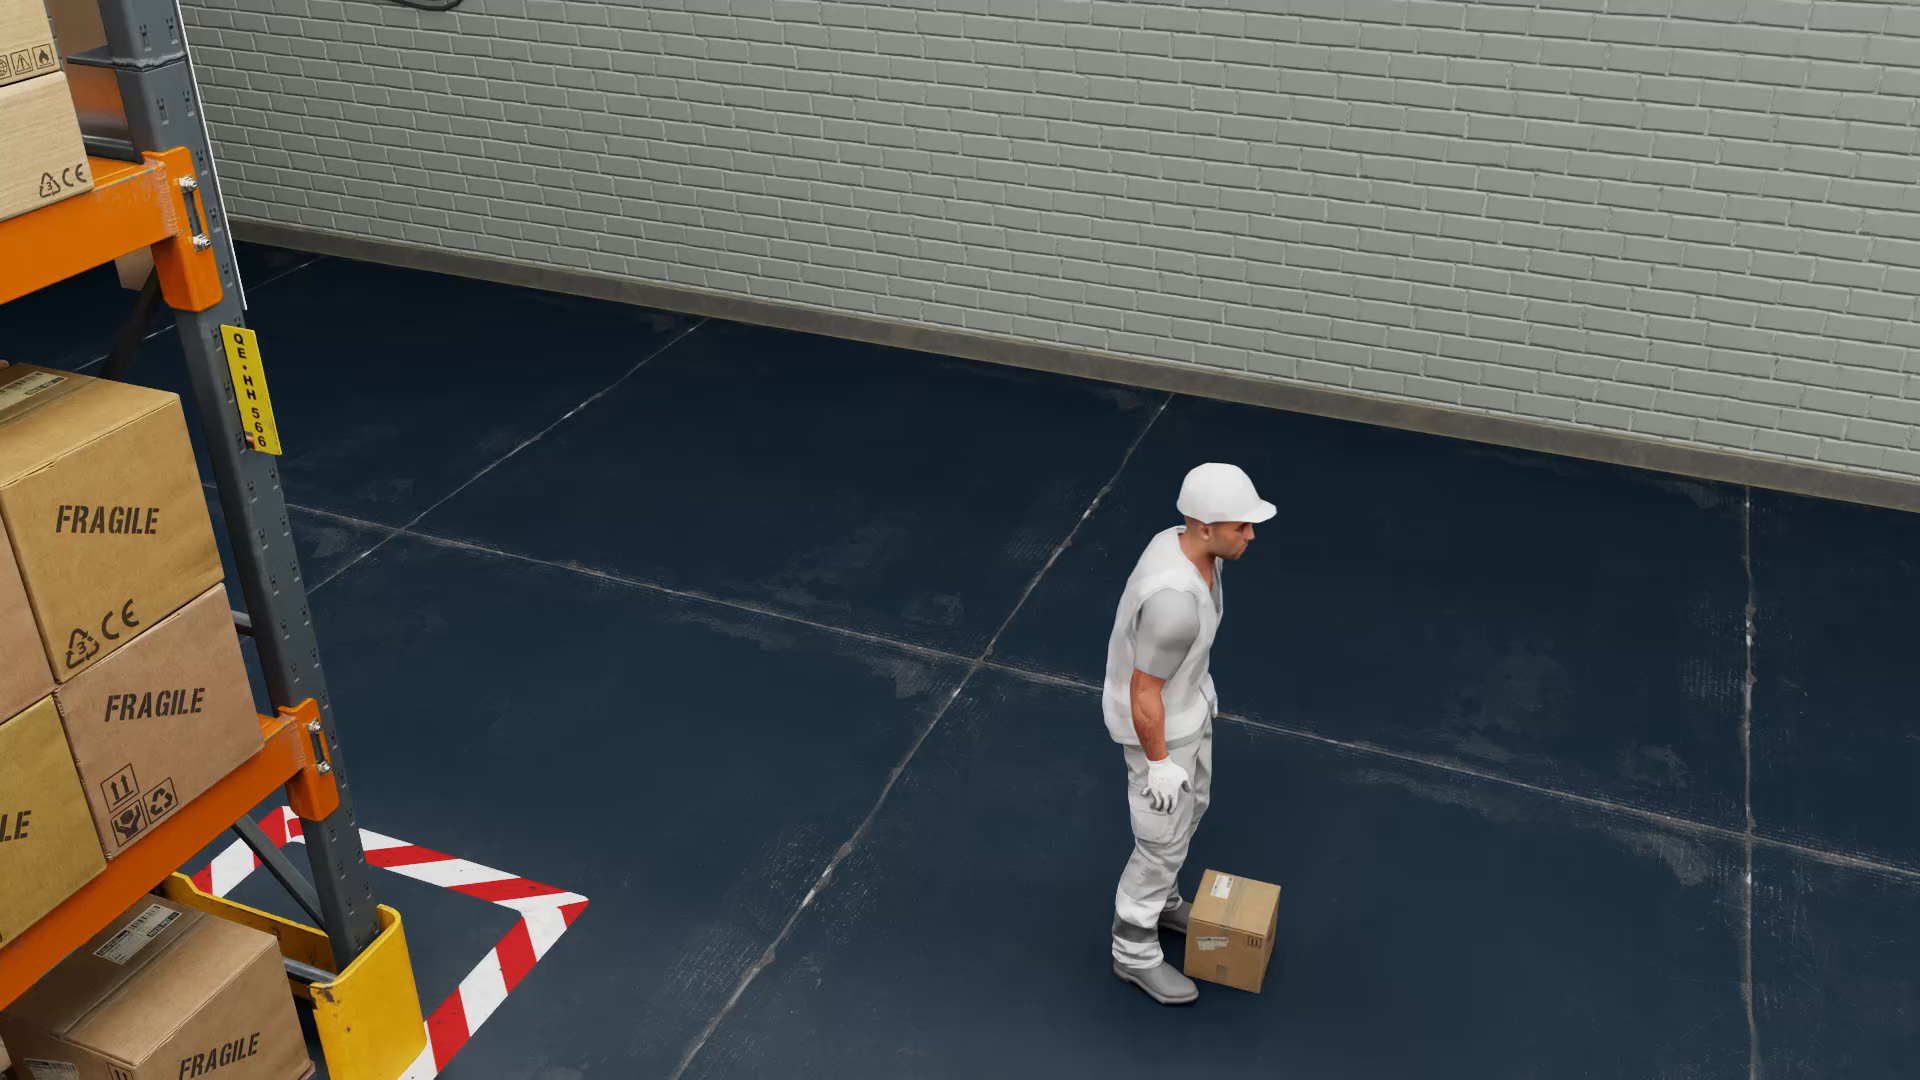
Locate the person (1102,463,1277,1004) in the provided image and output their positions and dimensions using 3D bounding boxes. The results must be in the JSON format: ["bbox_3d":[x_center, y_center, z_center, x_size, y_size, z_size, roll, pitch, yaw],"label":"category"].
[{"bbox_3d":[0.670,0.569,5.103,0.451,1.778,0.600,10,31,17],"label":"person"}]
